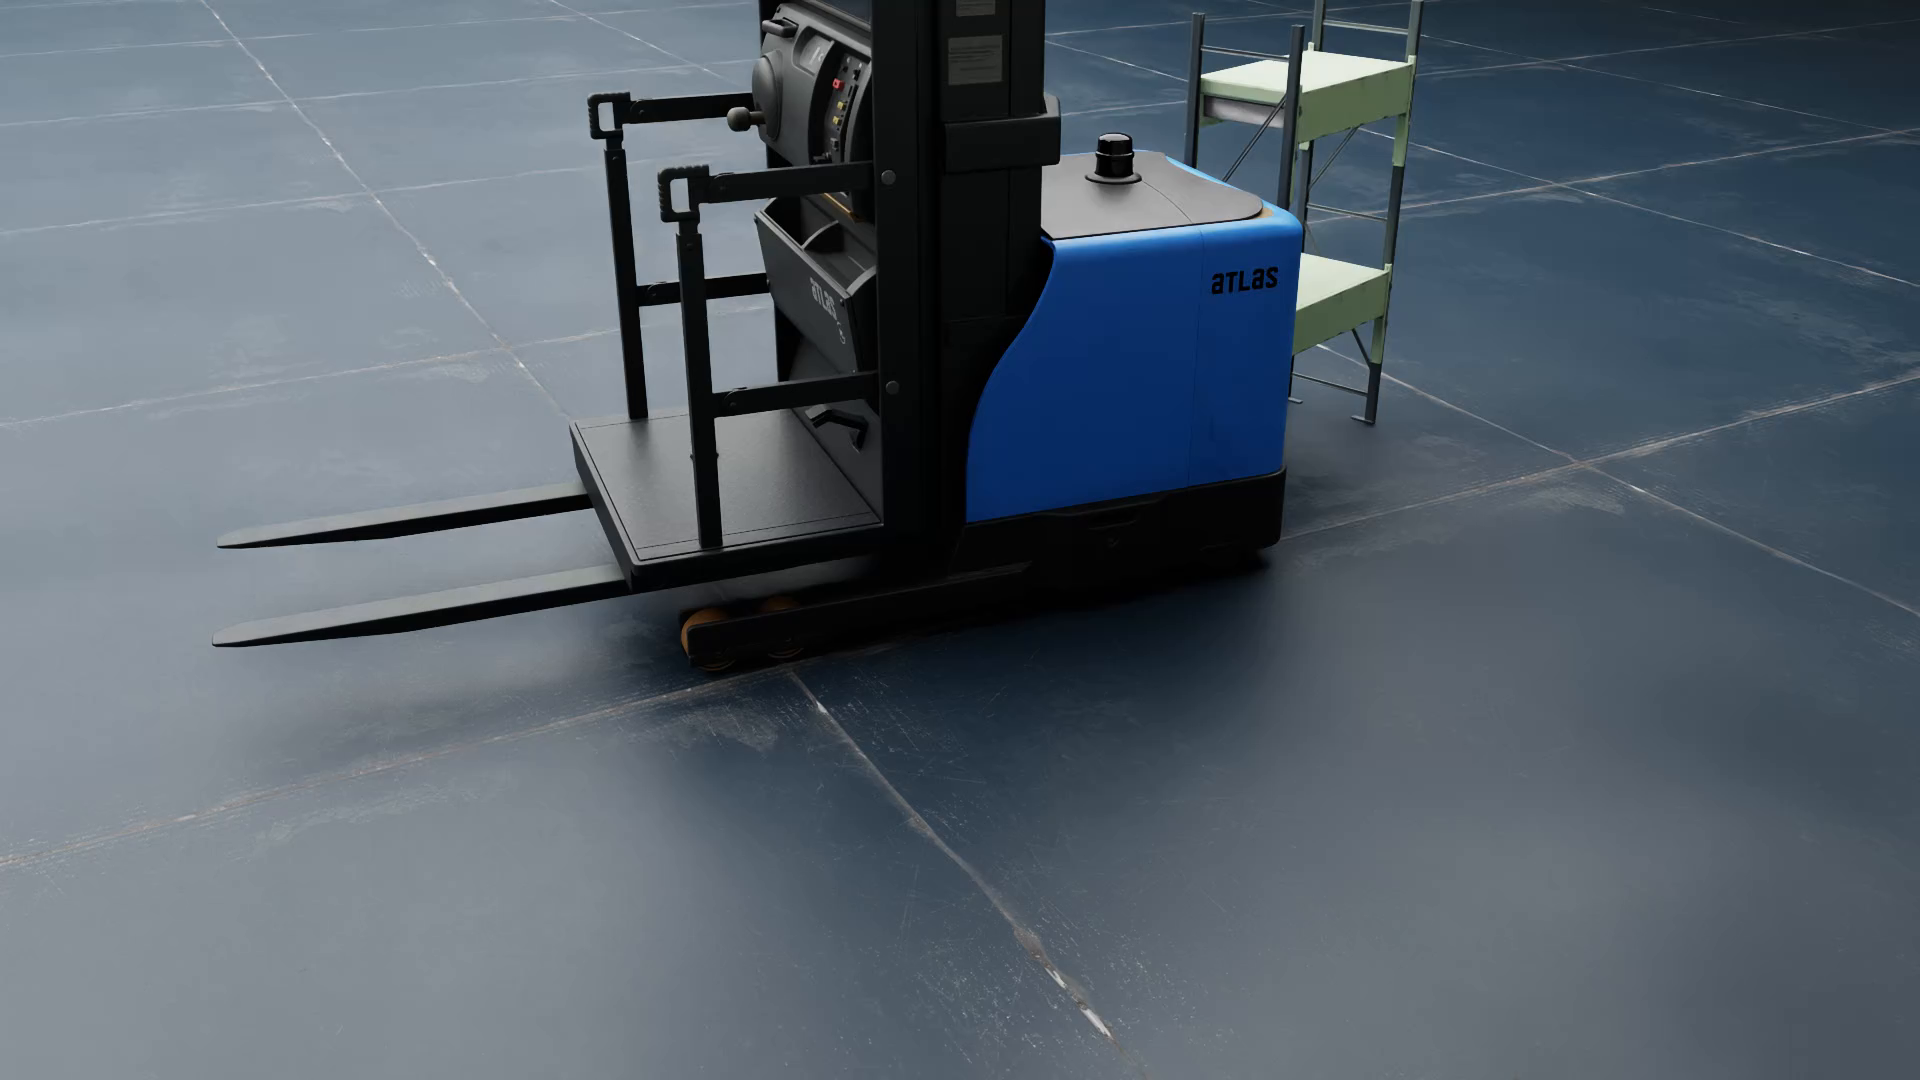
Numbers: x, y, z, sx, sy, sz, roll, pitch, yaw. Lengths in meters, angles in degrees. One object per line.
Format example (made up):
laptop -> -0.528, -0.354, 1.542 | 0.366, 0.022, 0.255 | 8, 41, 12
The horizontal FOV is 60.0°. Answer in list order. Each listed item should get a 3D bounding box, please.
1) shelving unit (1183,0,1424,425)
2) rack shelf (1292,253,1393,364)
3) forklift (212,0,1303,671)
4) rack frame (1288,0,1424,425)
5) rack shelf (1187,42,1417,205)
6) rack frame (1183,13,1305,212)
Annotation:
shelving unit -> 1.134, -1.047, 5.698 | 0.431, 1.500, 0.755 | 22, 33, 38
rack shelf -> 1.134, -0.753, 5.840 | 0.431, 0.370, 0.720 | 22, 33, 38
forklift -> -0.587, -1.224, 4.414 | 3.031, 2.935, 1.130 | -9, 27, -19
rack frame -> 1.382, -1.164, 5.942 | 0.400, 1.500, 0.023 | 22, 33, 38
rack shelf -> 1.134, -1.399, 5.530 | 0.431, 0.370, 0.720 | 22, 33, 38
rack frame -> 0.887, -0.931, 5.455 | 0.400, 1.500, 0.023 | 22, 33, 38
